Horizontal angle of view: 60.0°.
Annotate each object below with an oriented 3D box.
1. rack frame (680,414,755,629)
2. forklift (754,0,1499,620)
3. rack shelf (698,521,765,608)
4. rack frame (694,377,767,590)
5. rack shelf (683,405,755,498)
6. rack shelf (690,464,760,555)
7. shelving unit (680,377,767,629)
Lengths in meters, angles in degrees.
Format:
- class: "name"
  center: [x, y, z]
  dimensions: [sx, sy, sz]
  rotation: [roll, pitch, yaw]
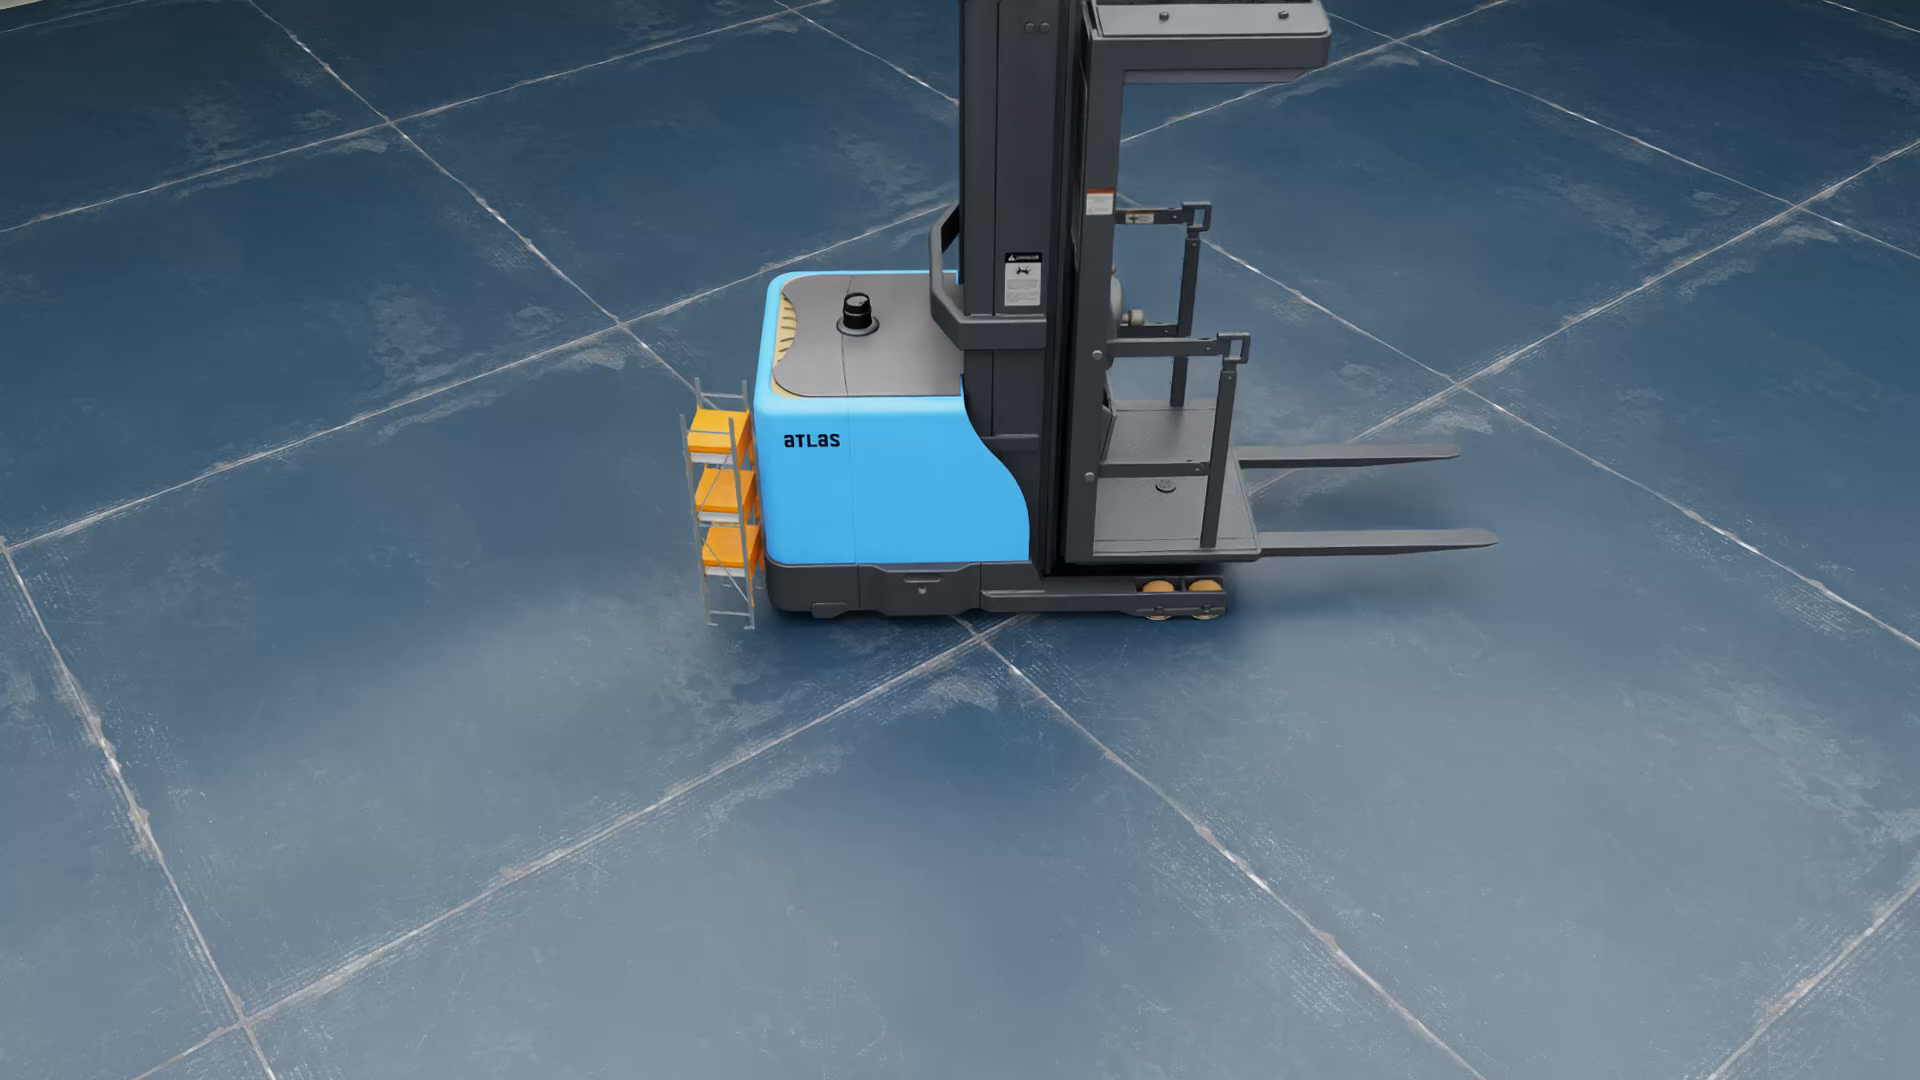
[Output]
- class: "rack frame"
  center: [-0.939, -0.052, 6.486]
  dimensions: [0.200, 1.050, 0.008]
  rotation: [4, 40, 5]
- class: "forklift"
  center: [0.715, -1.140, 6.329]
  dimensions: [3.031, 2.935, 1.130]
  rotation: [-1, 39, -1]
- class: "rack shelf"
  center: [-0.926, 0.094, 6.763]
  dimensions: [0.215, 0.259, 0.240]
  rotation: [4, 40, 5]
- class: "rack frame"
  center: [-0.914, -0.206, 6.674]
  dimensions: [0.200, 1.050, 0.008]
  rotation: [4, 40, 5]
- class: "rack shelf"
  center: [-0.926, -0.340, 6.406]
  dimensions: [0.215, 0.259, 0.240]
  rotation: [4, 40, 5]
- class: "rack shelf"
  center: [-0.926, -0.121, 6.586]
  dimensions: [0.215, 0.259, 0.240]
  rotation: [4, 40, 5]
- class: "shelving unit"
  center: [-0.926, -0.129, 6.580]
  dimensions: [0.215, 1.050, 0.252]
  rotation: [4, 40, 5]
